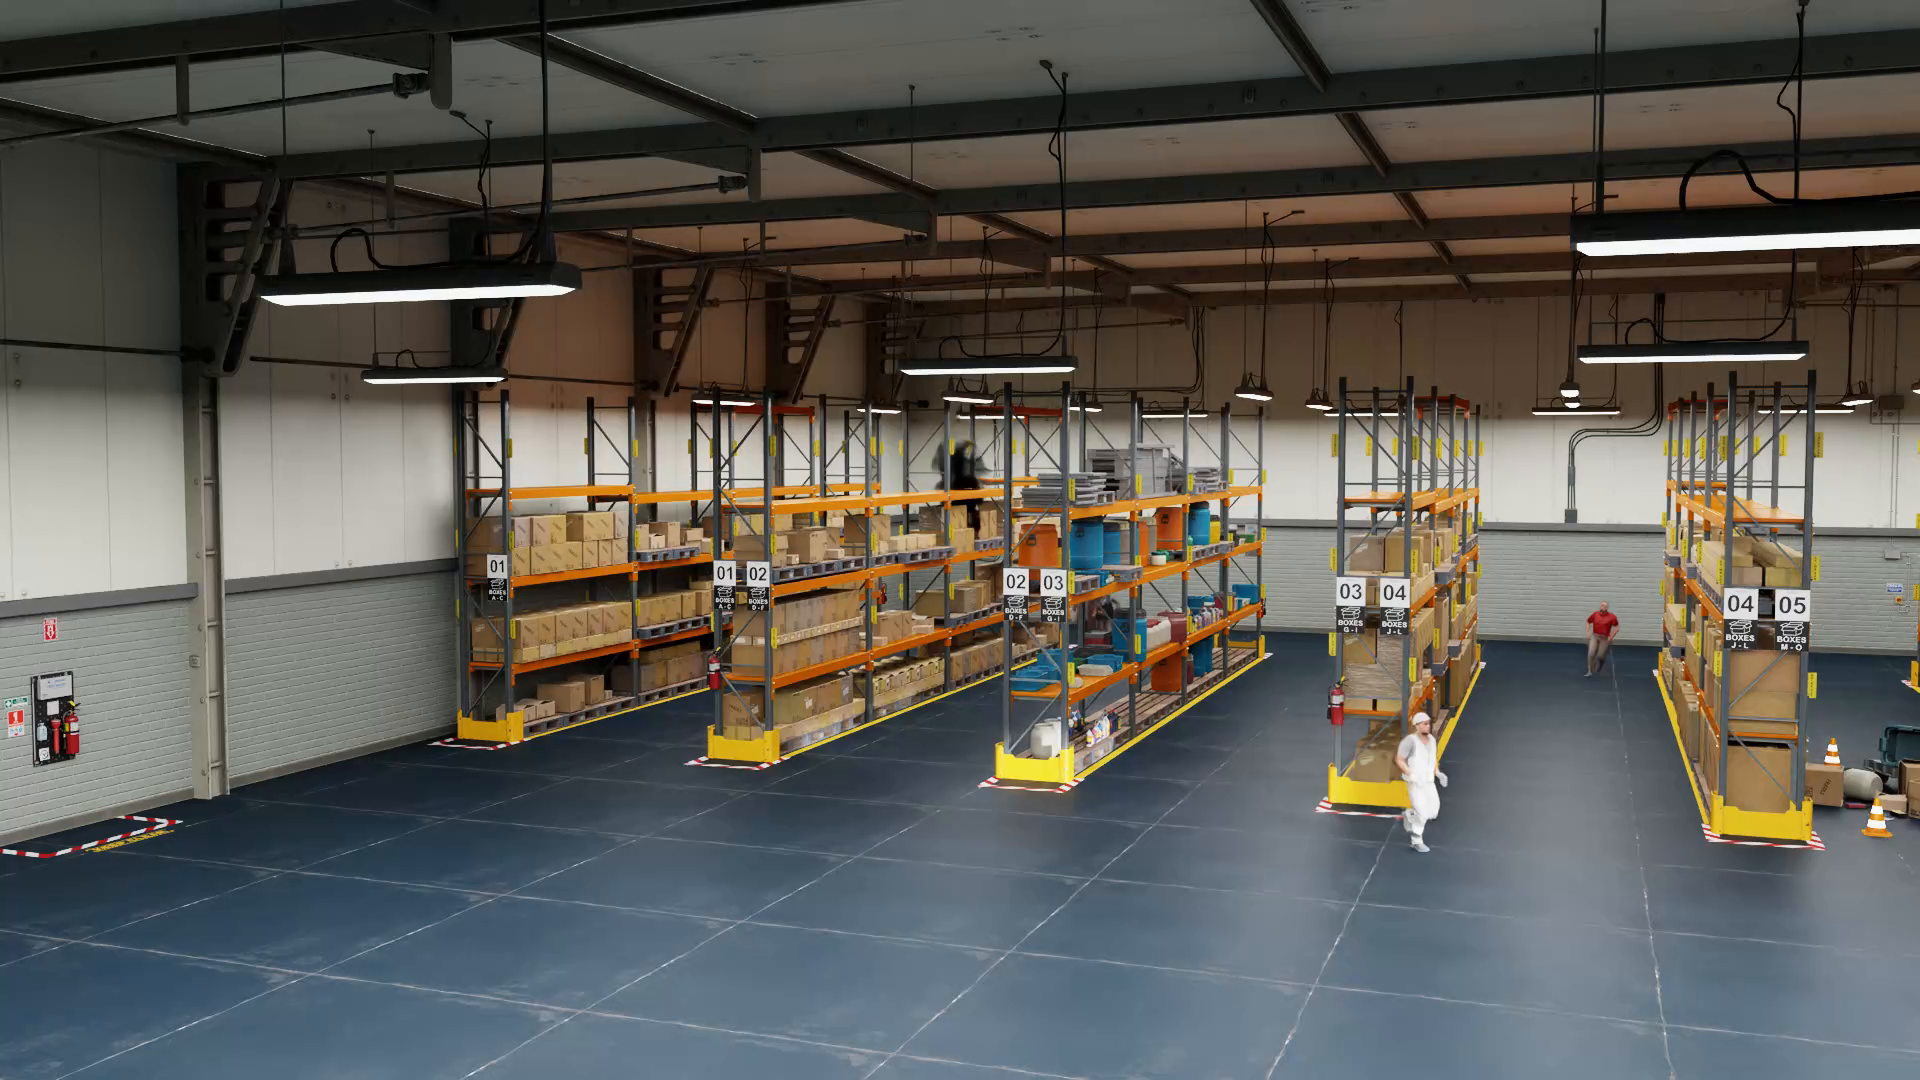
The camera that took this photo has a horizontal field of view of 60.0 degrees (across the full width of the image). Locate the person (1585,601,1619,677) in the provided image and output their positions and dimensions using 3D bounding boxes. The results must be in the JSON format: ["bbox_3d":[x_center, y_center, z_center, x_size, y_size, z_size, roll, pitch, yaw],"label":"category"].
[{"bbox_3d":[14.032,2.176,36.386,0.690,1.646,0.571,2,4,33],"label":"person"}]

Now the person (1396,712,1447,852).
[{"bbox_3d":[5.701,2.999,20.769,0.646,1.731,0.635,-2,4,-29],"label":"person"}]

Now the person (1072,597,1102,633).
[{"bbox_3d":[2.829,1.833,37.341,0.711,1.694,0.900,1,3,12],"label":"person"}]

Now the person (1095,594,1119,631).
[{"bbox_3d":[3.506,1.935,40.280,0.633,1.686,0.661,1,3,15],"label":"person"}]
